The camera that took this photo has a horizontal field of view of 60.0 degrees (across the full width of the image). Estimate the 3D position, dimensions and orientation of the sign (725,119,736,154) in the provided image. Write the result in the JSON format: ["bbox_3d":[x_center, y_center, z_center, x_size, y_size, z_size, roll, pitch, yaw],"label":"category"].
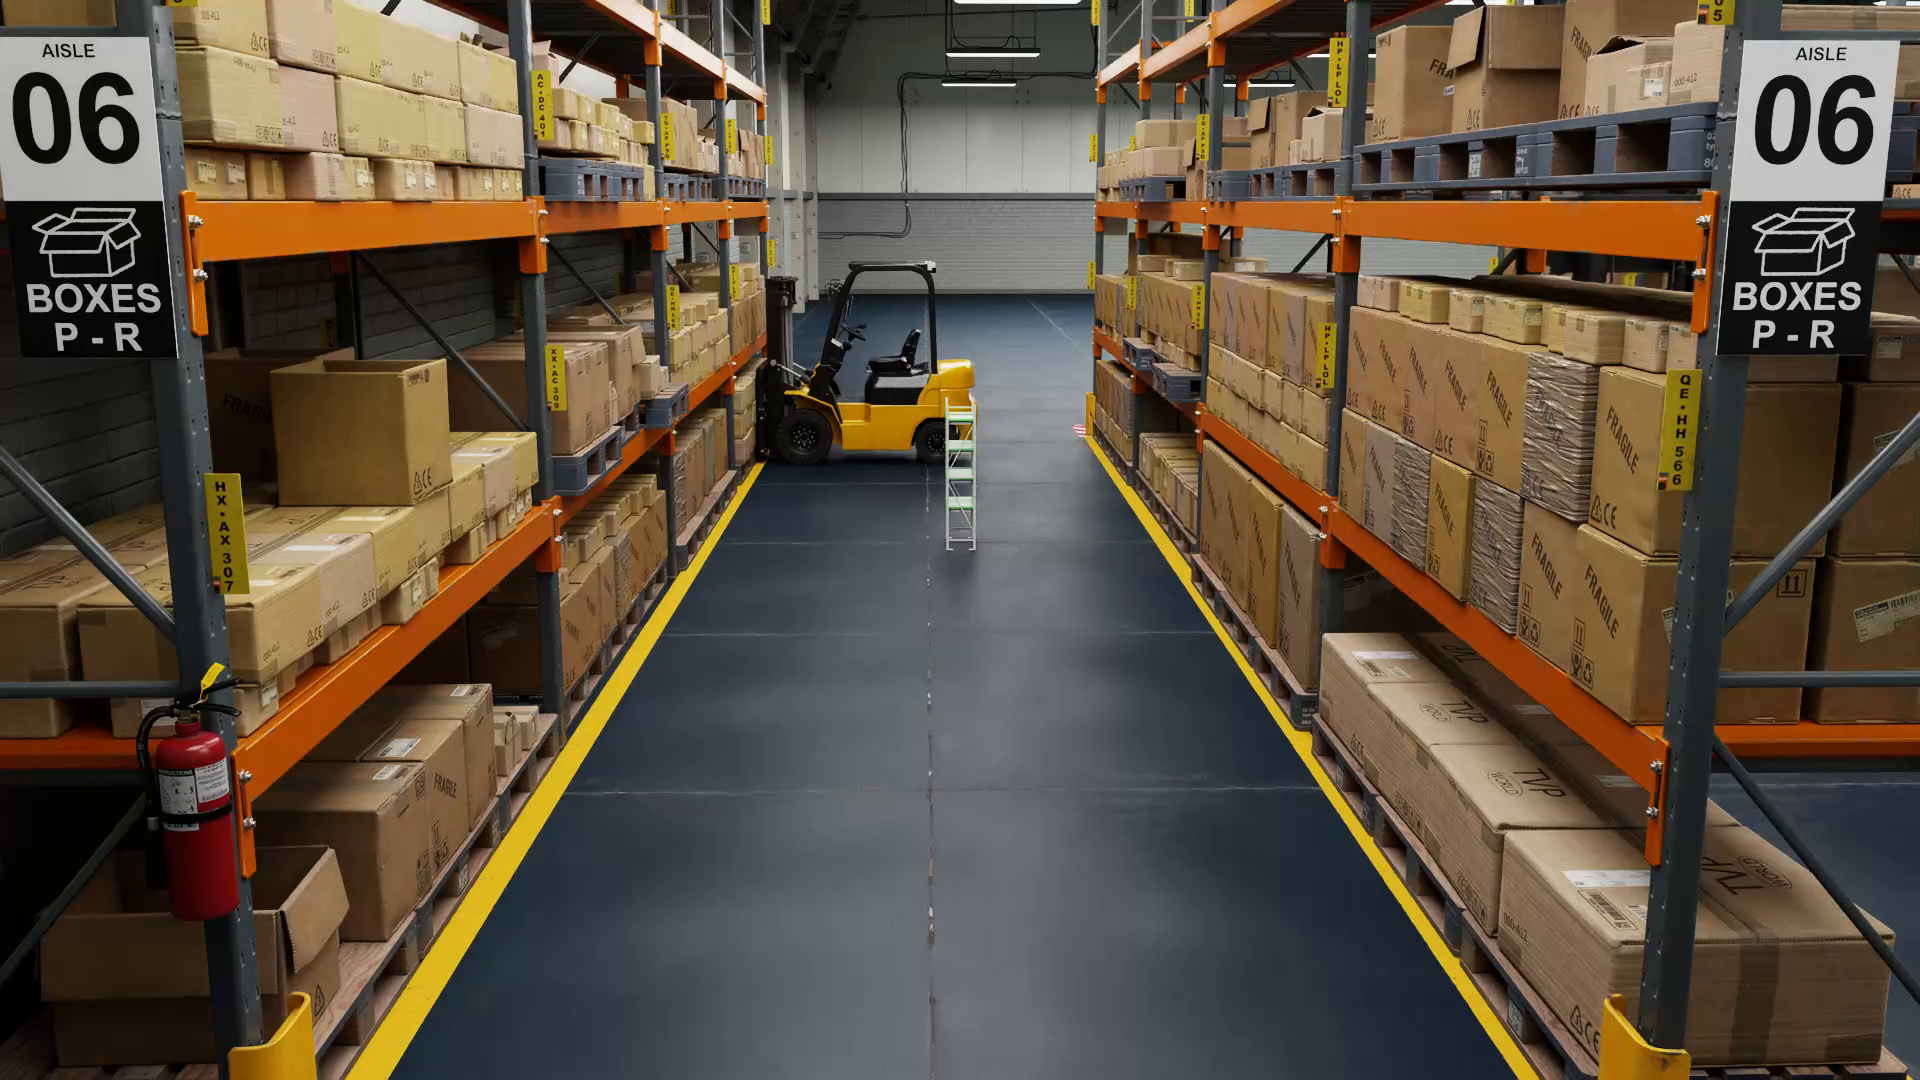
[{"bbox_3d":[-2.195,-3.855,15.882,0.100,0.325,0.005,0,11,-1],"label":"sign"}]

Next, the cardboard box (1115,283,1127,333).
[{"bbox_3d":[1.935,-2.482,17.750,0.500,0.500,0.500,0,11,0],"label":"cardboard box"}]

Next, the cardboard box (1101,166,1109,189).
[{"bbox_3d":[1.887,-4.131,18.961,0.500,0.250,0.500,0,11,-2],"label":"cardboard box"}]

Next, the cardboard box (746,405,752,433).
[{"bbox_3d":[-2.451,-1.274,17.398,0.500,0.250,0.500,0,11,-1],"label":"cardboard box"}]

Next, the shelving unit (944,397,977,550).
[{"bbox_3d":[0.003,-0.555,13.778,0.258,1.200,0.503,0,11,-1],"label":"shelving unit"}]

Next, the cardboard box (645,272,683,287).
[{"bbox_3d":[-3.029,-2.651,16.951,0.380,0.149,0.250,0,11,-2],"label":"cardboard box"}]

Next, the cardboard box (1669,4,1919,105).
[{"bbox_3d":[2.374,-1.350,4.693,0.500,0.250,0.500,-1,12,-6],"label":"cardboard box"}]

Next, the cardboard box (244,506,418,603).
[{"bbox_3d":[-2.254,0.047,5.910,0.500,0.250,0.500,0,11,-2],"label":"cardboard box"}]

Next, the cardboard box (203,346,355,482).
[{"bbox_3d":[-2.807,-0.526,6.850,0.500,0.500,0.500,-1,11,-3],"label":"cardboard box"}]

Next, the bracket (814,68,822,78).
[{"bbox_3d":[-3.910,-12.701,44.977,0.076,0.066,4.783,0,11,-1],"label":"bracket"}]

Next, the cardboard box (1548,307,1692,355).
[{"bbox_3d":[2.183,-0.688,5.509,0.380,0.149,0.250,0,11,0],"label":"cardboard box"}]

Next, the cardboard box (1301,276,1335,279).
[{"bbox_3d":[2.599,-1.535,11.314,0.500,0.500,0.500,0,11,0],"label":"cardboard box"}]

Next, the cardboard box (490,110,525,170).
[{"bbox_3d":[-2.312,-1.831,7.623,0.500,0.250,0.500,0,11,-1],"label":"cardboard box"}]

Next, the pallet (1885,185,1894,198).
[{"bbox_3d":[7.188,-2.745,12.977,1.213,0.211,1.003,0,11,1],"label":"pallet"}]

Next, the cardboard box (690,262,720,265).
[{"bbox_3d":[-3.027,-3.214,19.724,0.380,0.149,0.250,0,11,-2],"label":"cardboard box"}]

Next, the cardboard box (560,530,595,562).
[{"bbox_3d":[-2.400,0.036,9.938,0.380,0.149,0.250,0,11,-1],"label":"cardboard box"}]

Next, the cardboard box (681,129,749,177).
[{"bbox_3d":[-2.672,-4.137,17.793,0.797,0.503,0.637,0,11,1],"label":"cardboard box"}]

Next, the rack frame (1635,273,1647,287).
[{"bbox_3d":[7.172,-2.035,16.546,1.000,3.000,0.127,0,11,-1],"label":"rack frame"}]

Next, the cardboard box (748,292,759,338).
[{"bbox_3d":[-2.535,-2.516,18.664,0.500,0.500,0.500,0,11,-2],"label":"cardboard box"}]

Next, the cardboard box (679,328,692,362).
[{"bbox_3d":[-2.429,-1.539,13.218,0.500,0.250,0.500,0,11,1],"label":"cardboard box"}]

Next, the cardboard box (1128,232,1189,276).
[{"bbox_3d":[2.371,-3.374,19.631,0.700,0.500,0.500,-1,11,-3],"label":"cardboard box"}]

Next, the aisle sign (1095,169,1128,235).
[{"bbox_3d":[1.831,-4.075,20.062,0.394,0.787,0.004,0,11,-1],"label":"aisle sign"}]

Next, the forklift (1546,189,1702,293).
[{"bbox_3d":[5.009,-1.266,12.926,1.130,2.935,3.031,0,11,2],"label":"forklift"}]

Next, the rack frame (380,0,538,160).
[{"bbox_3d":[-2.572,-3.323,7.807,1.000,3.000,0.127,0,11,-1],"label":"rack frame"}]

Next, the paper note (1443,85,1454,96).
[{"bbox_3d":[1.848,-1.702,6.294,0.006,0.032,0.123,0,11,-1],"label":"paper note"}]

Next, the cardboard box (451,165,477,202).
[{"bbox_3d":[-2.270,-1.509,7.040,0.380,0.149,0.250,0,11,-1],"label":"cardboard box"}]

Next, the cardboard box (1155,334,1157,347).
[{"bbox_3d":[1.963,-1.809,15.008,0.380,0.149,0.250,0,11,0],"label":"cardboard box"}]

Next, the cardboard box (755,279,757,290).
[{"bbox_3d":[-2.554,-2.965,19.248,0.380,0.149,0.250,0,11,0],"label":"cardboard box"}]

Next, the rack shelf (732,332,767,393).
[{"bbox_3d":[-2.779,-2.018,18.273,1.077,0.370,4.000,0,11,-1],"label":"rack shelf"}]

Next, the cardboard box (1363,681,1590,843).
[{"bbox_3d":[2.315,0.949,7.226,0.875,0.438,0.875,-1,11,-3],"label":"cardboard box"}]

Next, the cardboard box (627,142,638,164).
[{"bbox_3d":[-2.421,-2.649,11.403,0.380,0.149,0.250,-1,11,-2],"label":"cardboard box"}]

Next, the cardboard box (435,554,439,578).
[{"bbox_3d":[-2.299,0.109,6.609,0.380,0.149,0.250,0,11,-1],"label":"cardboard box"}]

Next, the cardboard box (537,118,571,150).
[{"bbox_3d":[-2.181,-2.046,8.379,0.380,0.149,0.250,0,11,0],"label":"cardboard box"}]

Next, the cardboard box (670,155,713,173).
[{"bbox_3d":[-2.411,-3.358,14.846,0.380,0.149,0.250,0,11,-1],"label":"cardboard box"}]

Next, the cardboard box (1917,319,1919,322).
[{"bbox_3d":[7.071,-1.521,12.089,0.380,0.149,0.250,0,11,-1],"label":"cardboard box"}]

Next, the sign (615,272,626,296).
[{"bbox_3d":[-3.292,-2.434,16.136,0.100,0.325,0.005,0,11,-1],"label":"sign"}]

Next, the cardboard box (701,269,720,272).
[{"bbox_3d":[-2.553,-2.806,17.717,0.380,0.149,0.250,0,11,-1],"label":"cardboard box"}]

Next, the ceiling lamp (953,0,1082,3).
[{"bbox_3d":[0.887,-9.933,25.705,2.000,3.185,0.800,0,11,-1],"label":"ceiling lamp"}]

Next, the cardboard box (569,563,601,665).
[{"bbox_3d":[-2.378,0.433,9.610,0.500,0.500,0.500,0,11,-2],"label":"cardboard box"}]

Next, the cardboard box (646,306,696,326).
[{"bbox_3d":[-2.404,-1.866,13.831,0.380,0.149,0.250,0,11,0],"label":"cardboard box"}]

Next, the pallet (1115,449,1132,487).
[{"bbox_3d":[2.176,-0.761,17.281,1.003,0.211,1.213,0,11,-1],"label":"pallet"}]

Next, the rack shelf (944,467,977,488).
[{"bbox_3d":[0.003,-0.492,13.790,0.258,0.148,0.480,0,11,-1],"label":"rack shelf"}]

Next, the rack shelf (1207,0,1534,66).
[{"bbox_3d":[2.349,-3.193,9.982,1.077,0.370,4.000,0,11,-1],"label":"rack shelf"}]

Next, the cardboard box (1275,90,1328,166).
[{"bbox_3d":[2.518,-2.728,11.111,0.700,0.500,0.500,-1,11,-4],"label":"cardboard box"}]

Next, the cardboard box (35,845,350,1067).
[{"bbox_3d":[-2.407,1.308,5.292,0.797,0.503,0.637,-1,11,-3],"label":"cardboard box"}]

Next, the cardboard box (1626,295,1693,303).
[{"bbox_3d":[2.753,-0.846,6.288,0.380,0.149,0.250,-1,11,-3],"label":"cardboard box"}]

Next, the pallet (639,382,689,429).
[{"bbox_3d":[-2.570,-0.950,11.679,1.213,0.211,1.003,0,11,-1],"label":"pallet"}]

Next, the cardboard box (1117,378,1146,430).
[{"bbox_3d":[1.932,-1.438,17.576,0.500,0.500,0.500,0,11,0],"label":"cardboard box"}]

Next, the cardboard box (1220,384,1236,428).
[{"bbox_3d":[2.095,-0.926,11.455,0.500,0.250,0.500,-1,11,-3],"label":"cardboard box"}]

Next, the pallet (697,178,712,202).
[{"bbox_3d":[-2.706,-3.174,15.099,0.805,0.209,1.217,-1,11,-3],"label":"pallet"}]

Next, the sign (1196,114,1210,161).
[{"bbox_3d":[1.765,-2.921,12.068,0.100,0.325,0.005,0,11,-1],"label":"sign"}]

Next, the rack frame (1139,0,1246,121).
[{"bbox_3d":[2.225,-4.935,15.750,1.000,3.000,0.127,0,11,-1],"label":"rack frame"}]

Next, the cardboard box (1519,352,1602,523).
[{"bbox_3d":[2.185,-0.347,5.458,0.500,0.500,0.500,0,11,-1],"label":"cardboard box"}]

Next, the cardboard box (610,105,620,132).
[{"bbox_3d":[-2.230,-2.498,9.858,0.380,0.149,0.250,0,11,-1],"label":"cardboard box"}]

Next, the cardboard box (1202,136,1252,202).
[{"bbox_3d":[2.298,-2.907,13.048,0.700,0.500,0.500,0,11,-1],"label":"cardboard box"}]

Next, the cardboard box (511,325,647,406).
[{"bbox_3d":[-2.436,-1.111,10.675,0.797,0.503,0.637,-1,11,-2],"label":"cardboard box"}]

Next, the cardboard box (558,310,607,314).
[{"bbox_3d":[-3.000,-1.761,13.311,0.380,0.149,0.250,0,11,-2],"label":"cardboard box"}]
